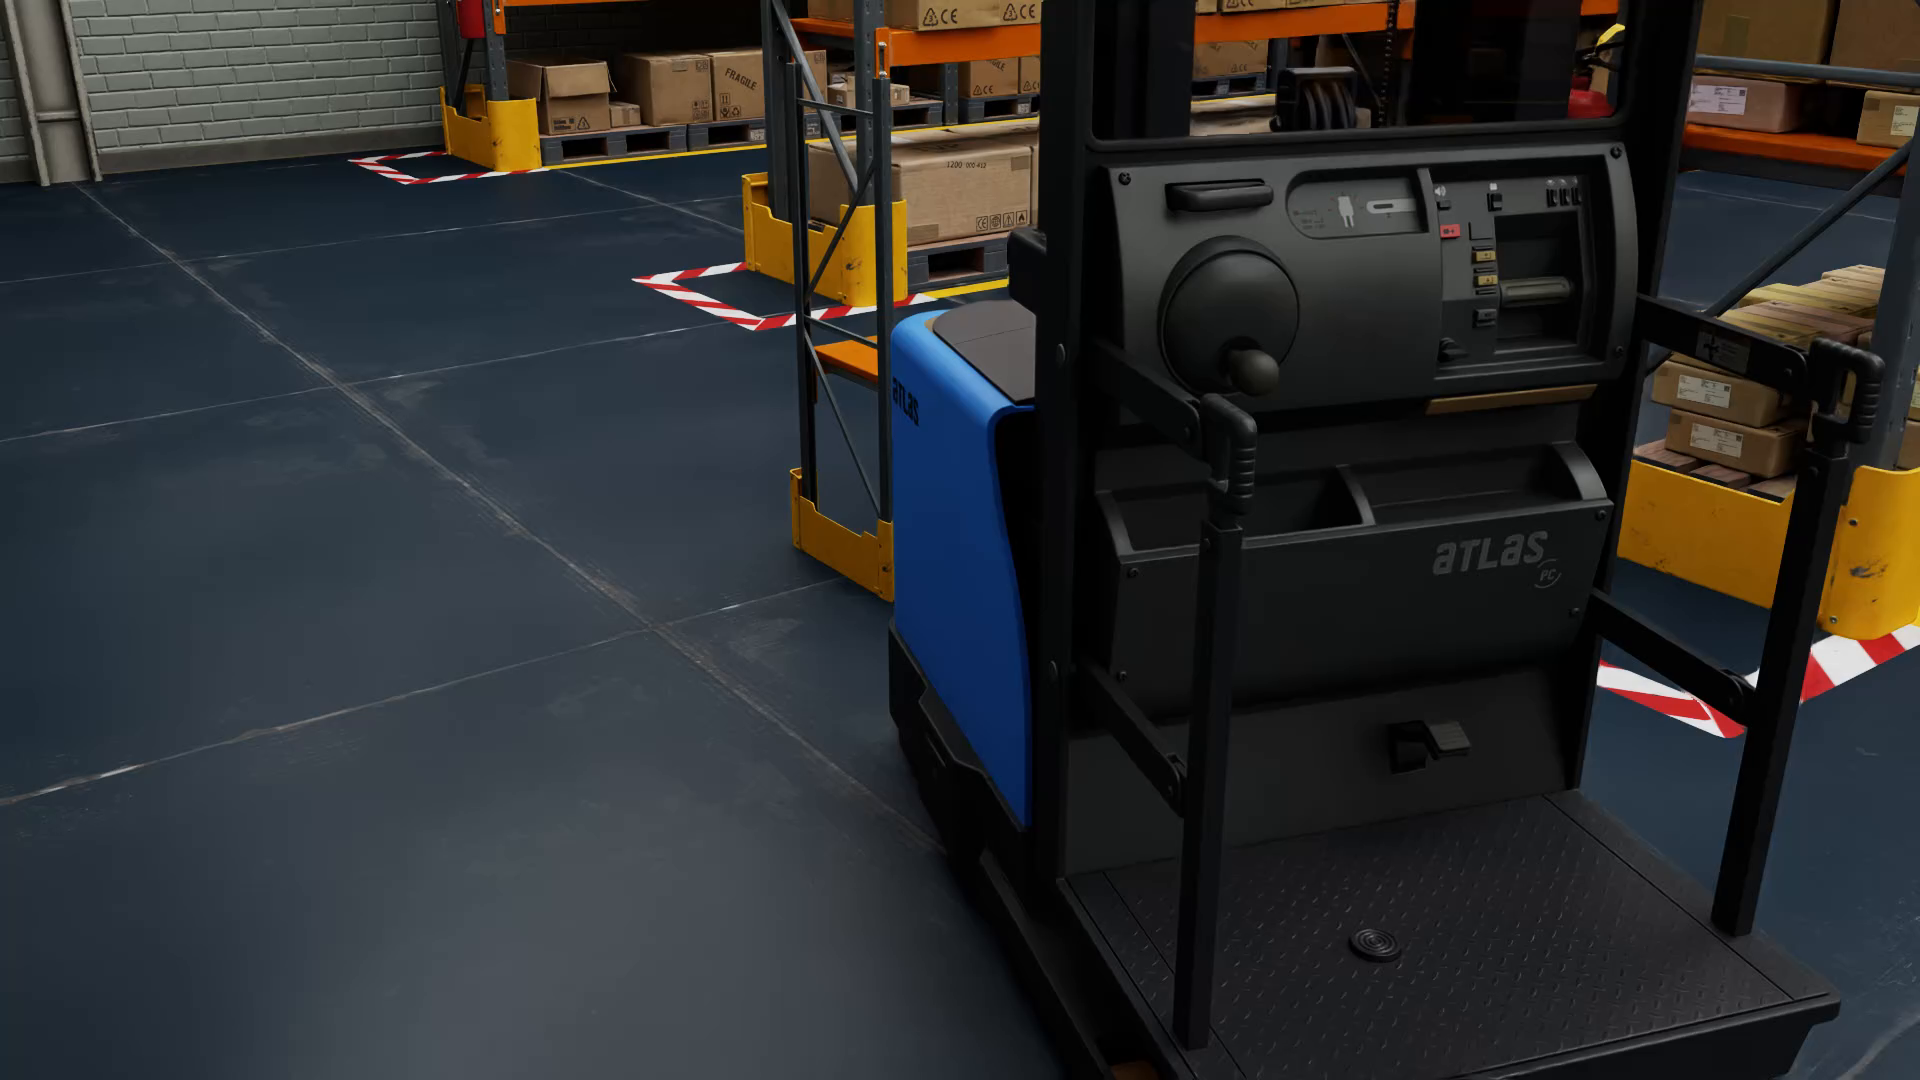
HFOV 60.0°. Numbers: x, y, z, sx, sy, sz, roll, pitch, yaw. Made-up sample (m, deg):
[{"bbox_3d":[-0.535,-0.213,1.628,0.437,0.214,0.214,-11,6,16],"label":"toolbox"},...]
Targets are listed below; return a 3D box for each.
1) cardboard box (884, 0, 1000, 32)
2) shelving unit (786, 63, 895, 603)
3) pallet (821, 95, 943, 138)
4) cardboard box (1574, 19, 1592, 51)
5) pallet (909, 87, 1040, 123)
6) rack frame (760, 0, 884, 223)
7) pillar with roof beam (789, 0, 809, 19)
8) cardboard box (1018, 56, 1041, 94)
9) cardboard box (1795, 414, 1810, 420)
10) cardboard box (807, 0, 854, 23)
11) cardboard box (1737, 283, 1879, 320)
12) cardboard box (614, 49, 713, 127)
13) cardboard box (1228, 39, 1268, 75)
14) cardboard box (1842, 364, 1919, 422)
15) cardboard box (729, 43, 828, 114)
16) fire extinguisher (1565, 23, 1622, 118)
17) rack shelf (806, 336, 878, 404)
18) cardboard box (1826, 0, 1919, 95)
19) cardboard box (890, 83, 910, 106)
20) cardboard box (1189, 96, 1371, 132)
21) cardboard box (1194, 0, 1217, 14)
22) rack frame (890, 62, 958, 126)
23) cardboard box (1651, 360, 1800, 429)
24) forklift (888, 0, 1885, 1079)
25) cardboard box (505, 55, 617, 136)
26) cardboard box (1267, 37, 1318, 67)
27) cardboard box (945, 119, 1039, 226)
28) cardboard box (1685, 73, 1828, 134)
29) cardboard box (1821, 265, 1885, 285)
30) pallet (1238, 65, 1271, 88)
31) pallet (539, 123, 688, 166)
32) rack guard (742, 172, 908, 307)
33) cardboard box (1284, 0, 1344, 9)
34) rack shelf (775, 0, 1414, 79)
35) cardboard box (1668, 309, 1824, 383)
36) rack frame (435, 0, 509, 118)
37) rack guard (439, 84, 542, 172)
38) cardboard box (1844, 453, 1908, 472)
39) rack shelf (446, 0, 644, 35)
[{"bbox_3d":[-0.145,-2.827,8.299,0.500,0.500,0.500,-15,26,-33],"label":"cardboard box"},{"bbox_3d":[0.062,-0.713,5.160,1.083,1.500,0.587,-15,26,-33],"label":"shelving unit"},{"bbox_3d":[-0.915,-3.678,14.329,1.213,0.211,1.003,-15,26,-33],"label":"pallet"},{"bbox_3d":[3.730,-3.193,11.652,0.875,0.875,0.875,-14,26,-31],"label":"cardboard box"},{"bbox_3d":[0.281,-4.014,15.170,1.213,0.211,1.003,-15,26,-33],"label":"pallet"},{"bbox_3d":[-0.702,-2.763,8.274,0.127,3.000,1.000,-15,26,-33],"label":"rack frame"},{"bbox_3d":[1.066,-6.733,10.128,0.400,9.000,9.100,-15,26,-33],"label":"pillar with roof beam"},{"bbox_3d":[0.594,-4.311,14.958,0.500,0.500,0.500,-15,26,-34],"label":"cardboard box"},{"bbox_3d":[2.726,-0.430,5.706,0.250,0.149,0.380,-14,26,-31],"label":"cardboard box"},{"bbox_3d":[-0.465,-2.994,8.716,0.500,0.500,0.500,-15,26,-33],"label":"cardboard box"},{"bbox_3d":[2.926,-0.765,5.744,0.250,0.149,0.380,-16,27,-34],"label":"cardboard box"},{"bbox_3d":[-2.335,-3.567,13.094,0.500,0.500,0.700,-14,26,-31],"label":"cardboard box"},{"bbox_3d":[2.672,-4.865,16.347,0.500,0.500,0.500,-14,26,-31],"label":"cardboard box"},{"bbox_3d":[2.895,-0.454,4.965,0.250,0.149,0.380,-16,27,-35],"label":"cardboard box"},{"bbox_3d":[-1.493,-3.792,13.657,0.500,0.500,0.700,-16,27,-35],"label":"cardboard box"},{"bbox_3d":[1.797,-1.171,4.891,0.183,0.674,0.296,-15,26,-33],"label":"fire extinguisher"},{"bbox_3d":[0.069,-0.548,5.231,1.000,0.185,0.538,-15,26,-33],"label":"rack shelf"},{"bbox_3d":[2.797,-1.494,4.558,0.500,0.500,0.500,-14,25,-30],"label":"cardboard box"},{"bbox_3d":[-0.638,-3.783,14.111,0.250,0.149,0.380,-16,27,-34],"label":"cardboard box"},{"bbox_3d":[1.973,-2.530,10.581,0.875,0.438,0.875,-15,26,-34],"label":"cardboard box"},{"bbox_3d":[1.070,-3.163,9.141,0.500,0.500,0.500,-14,26,-31],"label":"cardboard box"},{"bbox_3d":[-0.357,-5.121,14.184,0.127,3.000,1.000,-15,26,-33],"label":"rack frame"},{"bbox_3d":[2.533,-0.505,5.493,0.250,0.149,0.380,-16,27,-34],"label":"cardboard box"},{"bbox_3d":[0.743,-0.416,2.485,1.130,2.935,3.031,-6,23,-16],"label":"forklift"},{"bbox_3d":[-3.052,-3.395,12.659,0.637,0.503,0.797,-16,27,-35],"label":"cardboard box"},{"bbox_3d":[3.404,-5.210,17.044,0.625,0.625,0.875,-14,26,-31],"label":"cardboard box"},{"bbox_3d":[0.513,-2.142,9.607,0.875,0.438,0.875,-14,26,-31],"label":"cardboard box"},{"bbox_3d":[2.371,-1.335,5.033,0.250,0.149,0.380,-15,26,-33],"label":"cardboard box"},{"bbox_3d":[3.359,-0.877,6.025,0.250,0.149,0.380,-14,26,-31],"label":"cardboard box"},{"bbox_3d":[3.581,-4.859,17.287,1.213,0.211,1.003,-15,26,-33],"label":"pallet"},{"bbox_3d":[-2.896,-3.150,13.005,1.213,0.211,1.003,-15,26,-33],"label":"pallet"},{"bbox_3d":[-0.721,-1.597,8.724,0.348,0.500,1.175,-15,26,-33],"label":"rack guard"},{"bbox_3d":[1.903,-3.385,9.697,0.500,0.500,0.500,-16,27,-34],"label":"cardboard box"},{"bbox_3d":[0.922,-2.862,9.492,4.000,0.370,1.077,-15,26,-33],"label":"rack shelf"},{"bbox_3d":[2.553,-0.634,5.415,0.250,0.149,0.380,-15,26,-32],"label":"cardboard box"},{"bbox_3d":[-3.604,-4.256,12.014,0.127,3.000,1.000,-15,26,-33],"label":"rack frame"},{"bbox_3d":[-3.542,-3.111,12.518,0.348,0.500,1.175,-15,26,-33],"label":"rack guard"},{"bbox_3d":[2.883,-0.184,5.090,0.250,0.149,0.380,-14,26,-32],"label":"cardboard box"},{"bbox_3d":[-1.980,-4.354,13.232,4.000,0.370,1.077,-15,26,-33],"label":"rack shelf"}]
